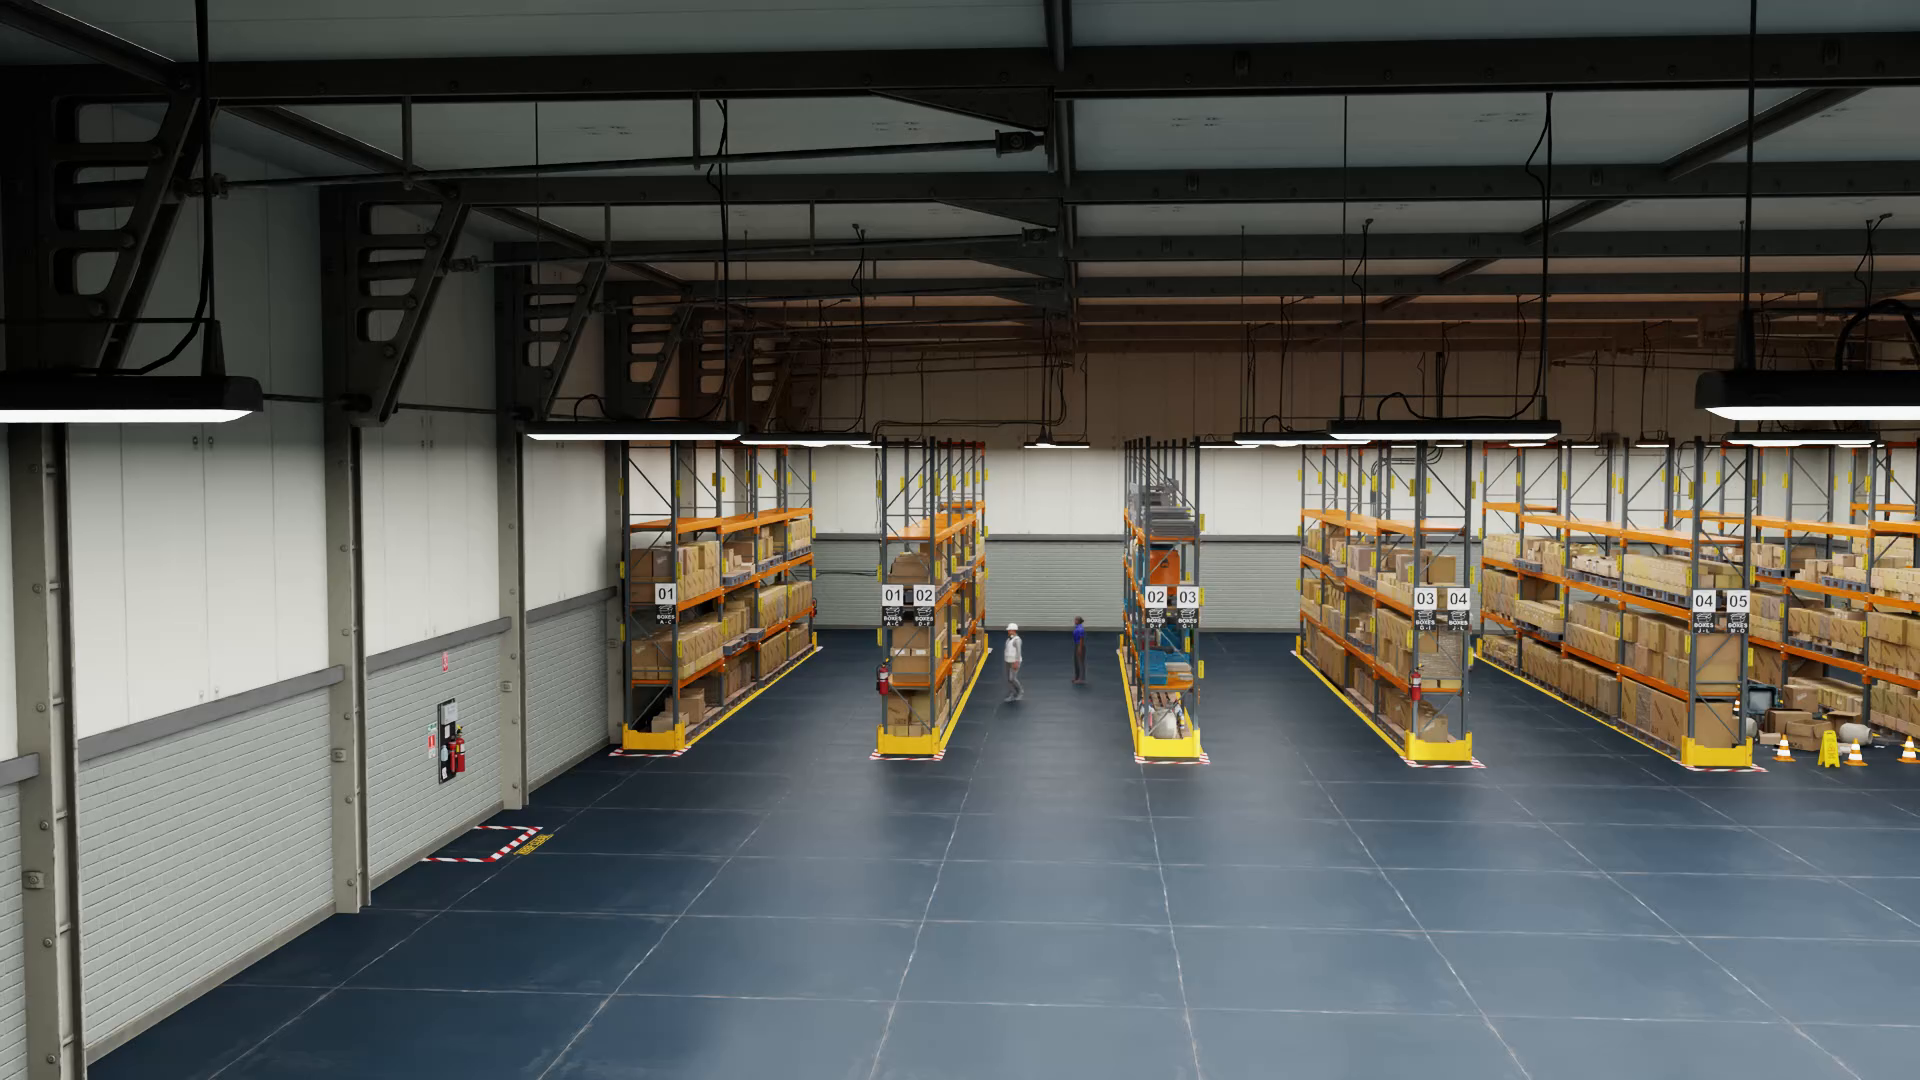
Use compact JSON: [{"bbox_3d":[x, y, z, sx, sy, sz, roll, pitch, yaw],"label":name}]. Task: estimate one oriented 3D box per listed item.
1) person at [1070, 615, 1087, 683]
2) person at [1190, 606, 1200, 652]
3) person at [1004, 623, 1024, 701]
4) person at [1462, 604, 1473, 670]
[{"bbox_3d":[2.924,2.689,41.080,0.381,1.662,0.497,0,3,-6],"label":"person"},{"bbox_3d":[6.561,2.302,47.495,0.601,1.801,0.434,2,4,34],"label":"person"},{"bbox_3d":[1.223,2.800,38.078,0.461,1.784,0.571,-1,3,-23],"label":"person"},{"bbox_3d":[13.214,2.488,43.591,0.396,1.784,0.689,-1,3,-19],"label":"person"}]
